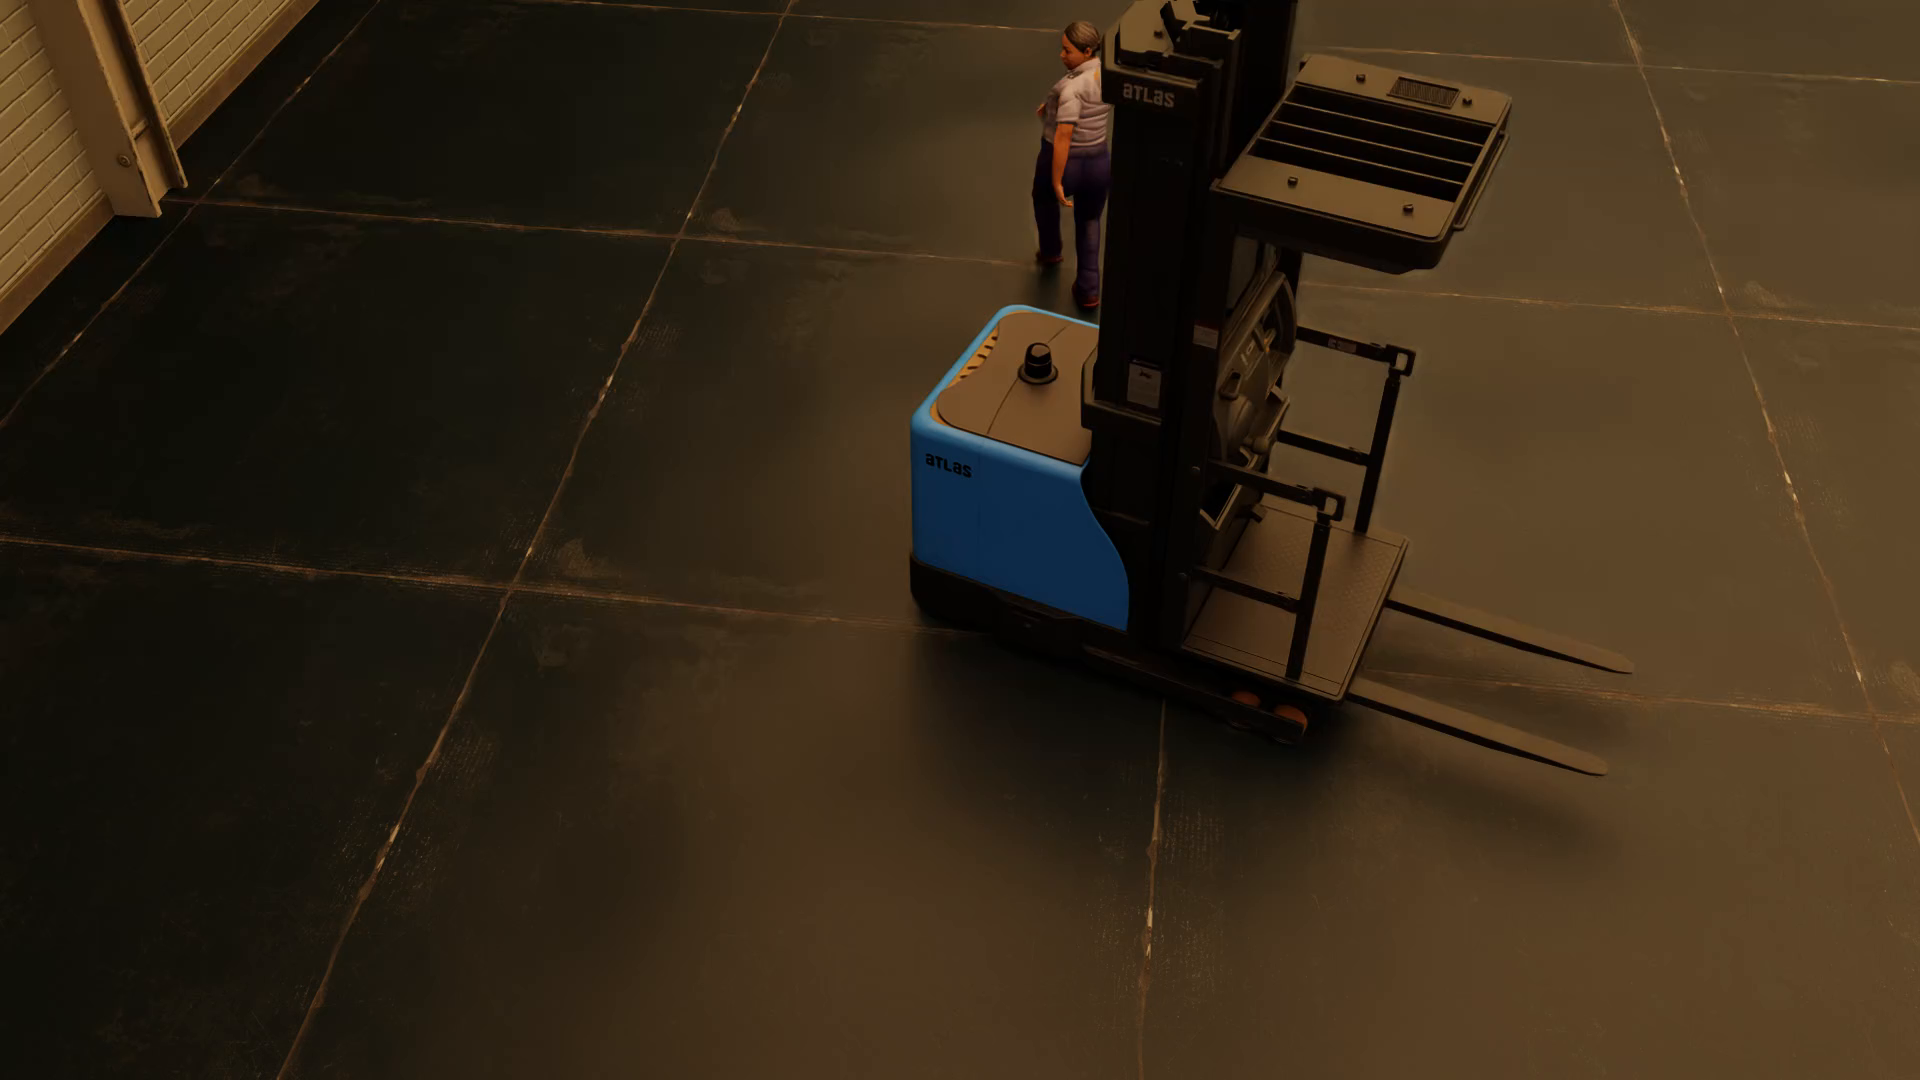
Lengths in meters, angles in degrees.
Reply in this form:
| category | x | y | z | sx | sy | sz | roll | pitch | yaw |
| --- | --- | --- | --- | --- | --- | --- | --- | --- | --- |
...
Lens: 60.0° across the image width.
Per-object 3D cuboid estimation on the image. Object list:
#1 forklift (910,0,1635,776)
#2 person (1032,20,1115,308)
| category | x | y | z | sx | sy | sz | roll | pitch | yaw |
| --- | --- | --- | --- | --- | --- | --- | --- | --- | --- |
| forklift | 1.331 | -0.640 | 6.420 | 3.031 | 2.935 | 1.130 | 18 | 46 | 19 |
| person | 0.630 | -2.020 | 8.960 | 0.518 | 1.633 | 0.850 | -11 | 44 | -12 |
